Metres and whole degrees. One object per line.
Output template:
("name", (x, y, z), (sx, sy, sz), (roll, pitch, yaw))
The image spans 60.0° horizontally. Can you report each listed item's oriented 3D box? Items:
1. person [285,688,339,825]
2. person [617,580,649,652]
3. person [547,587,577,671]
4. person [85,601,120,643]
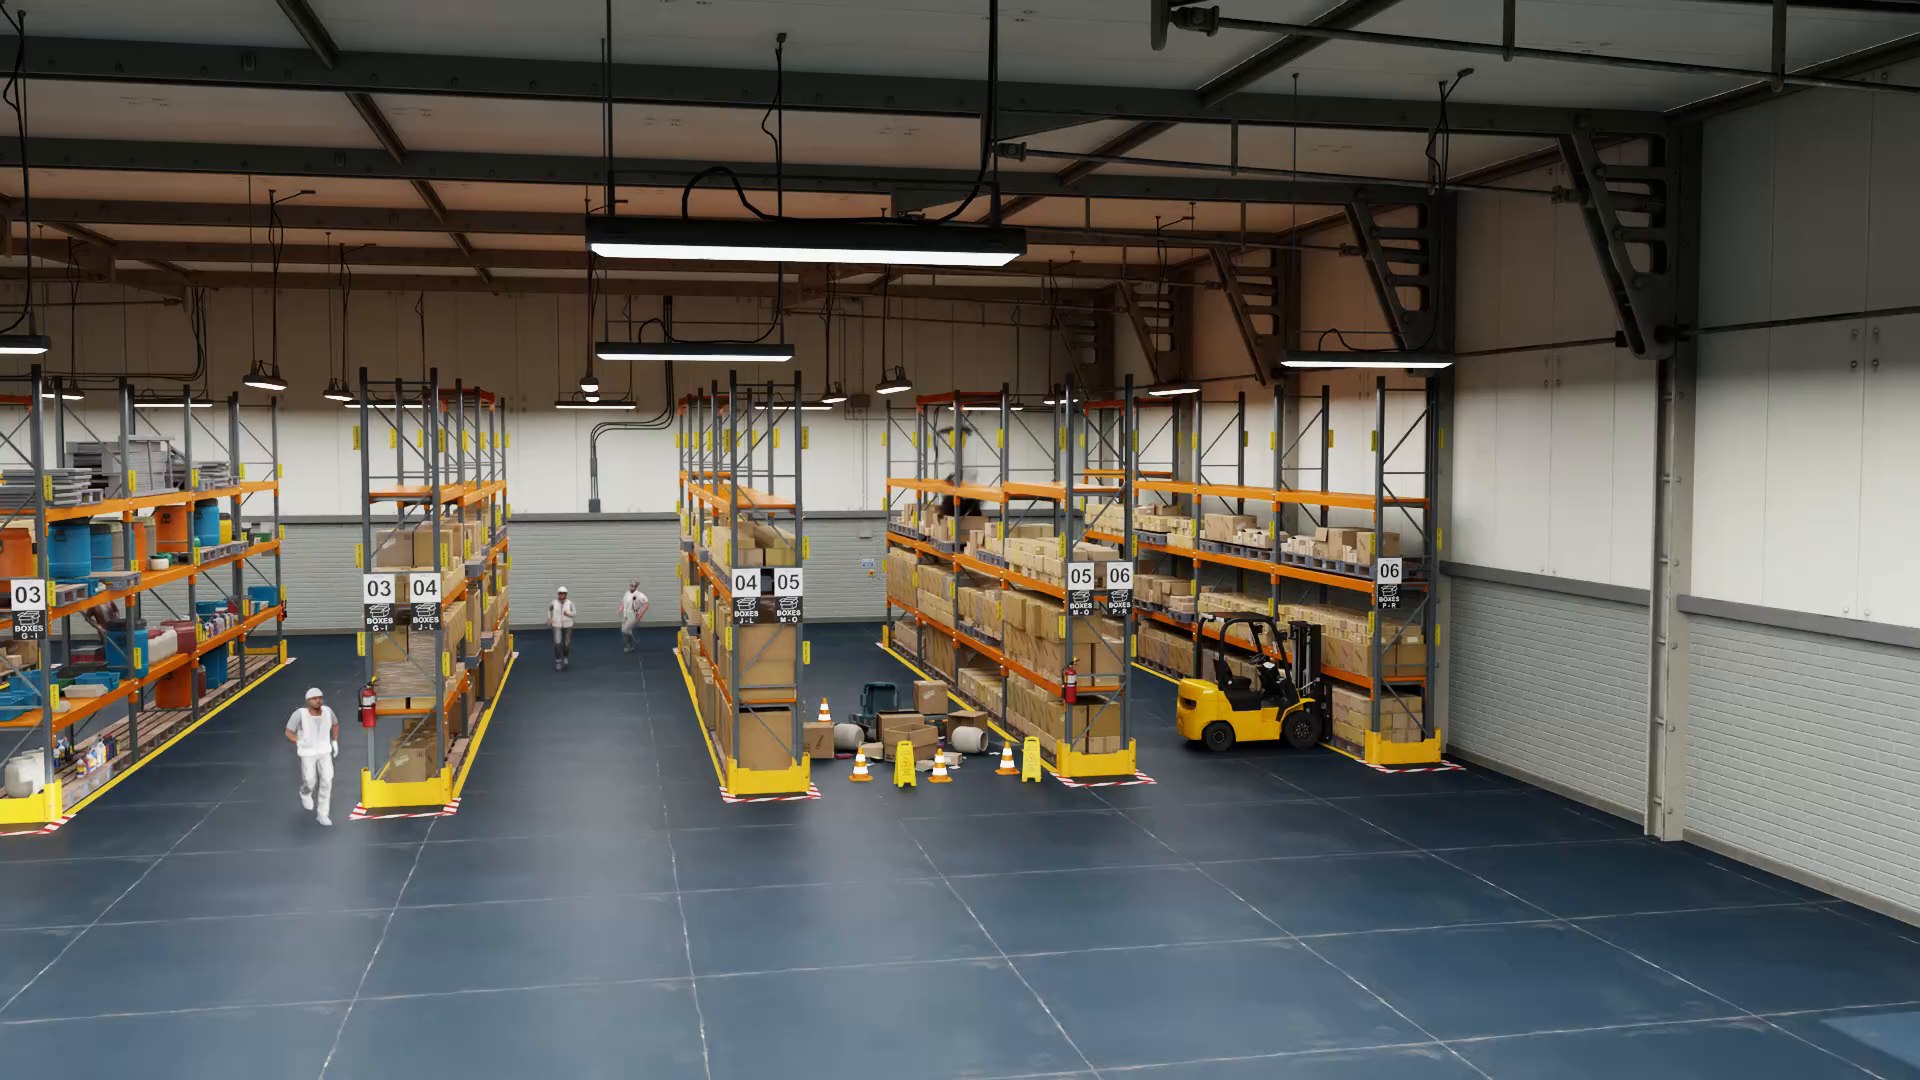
("person", (-8.515, 2.828, 21.930), (0.720, 1.777, 0.822), (-3, 4, -37))
("person", (-7.766, 1.803, 39.326), (0.724, 1.736, 0.601), (2, 4, 36))
("person", (-8.755, 1.940, 36.598), (0.631, 1.833, 0.770), (-1, 4, -17))
("person", (-18.989, 1.971, 36.866), (0.720, 1.693, 0.748), (3, 5, 43))
